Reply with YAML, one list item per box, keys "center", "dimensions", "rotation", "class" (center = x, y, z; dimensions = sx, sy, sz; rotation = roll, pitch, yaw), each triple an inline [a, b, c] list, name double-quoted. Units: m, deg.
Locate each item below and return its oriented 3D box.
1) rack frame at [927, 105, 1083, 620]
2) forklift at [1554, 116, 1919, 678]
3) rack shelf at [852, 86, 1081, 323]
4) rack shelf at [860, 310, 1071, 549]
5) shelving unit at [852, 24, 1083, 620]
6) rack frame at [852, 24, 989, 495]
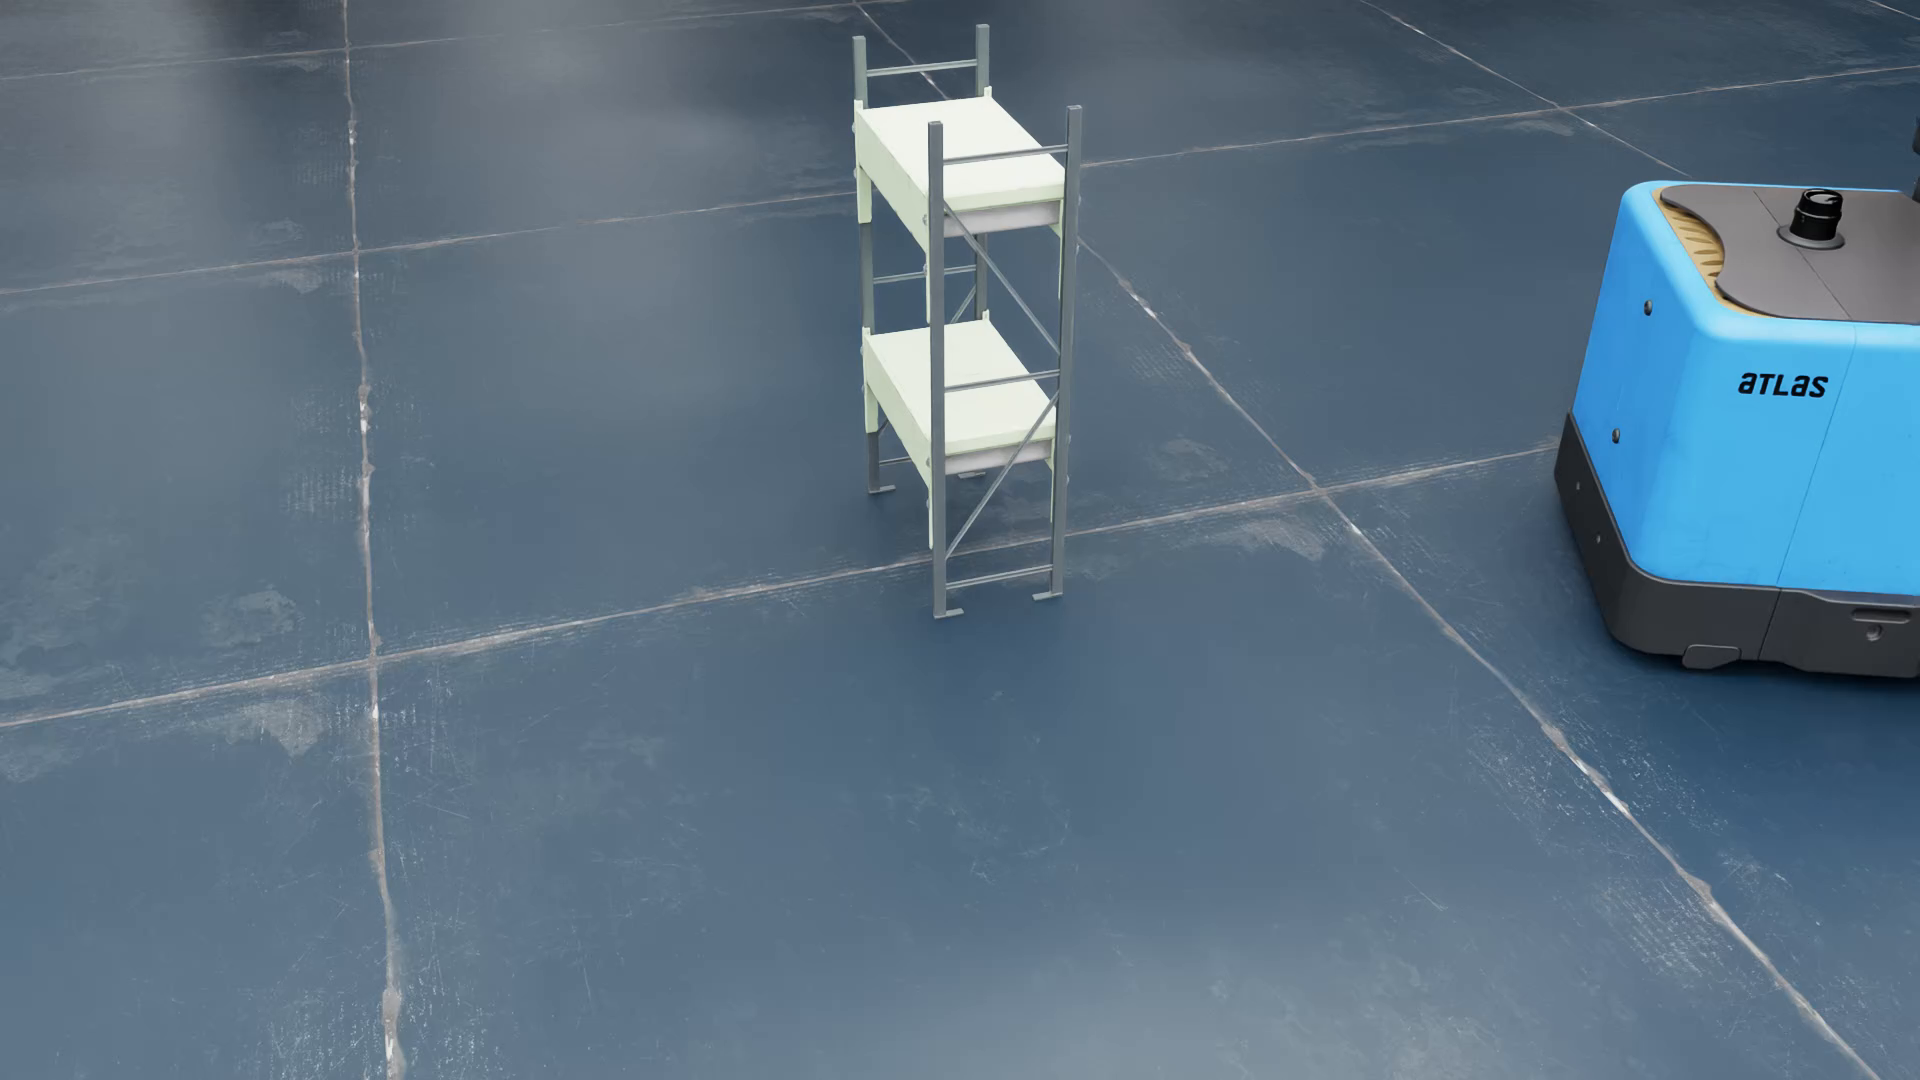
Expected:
- center: [0.114, -0.430, 4.540]
  dimensions: [0.400, 1.500, 0.023]
  rotation: [-10, 35, -15]
  class: "rack frame"
- center: [3.399, -1.046, 4.175]
  dimensions: [3.031, 2.935, 1.130]
  rotation: [4, 34, 5]
  class: "forklift"
- center: [0.002, -0.948, 4.616]
  dimensions: [0.431, 0.370, 0.720]
  rotation: [-10, 35, -15]
  class: "rack shelf"
- center: [0.002, -0.350, 5.011]
  dimensions: [0.431, 0.370, 0.720]
  rotation: [-10, 35, -15]
  class: "rack shelf"
- center: [0.002, -0.622, 4.831]
  dimensions: [0.431, 1.500, 0.755]
  rotation: [-10, 35, -15]
  class: "shelving unit"
- center: [-0.110, -0.814, 5.122]
  dimensions: [0.400, 1.500, 0.023]
  rotation: [-10, 35, -15]
  class: "rack frame"
